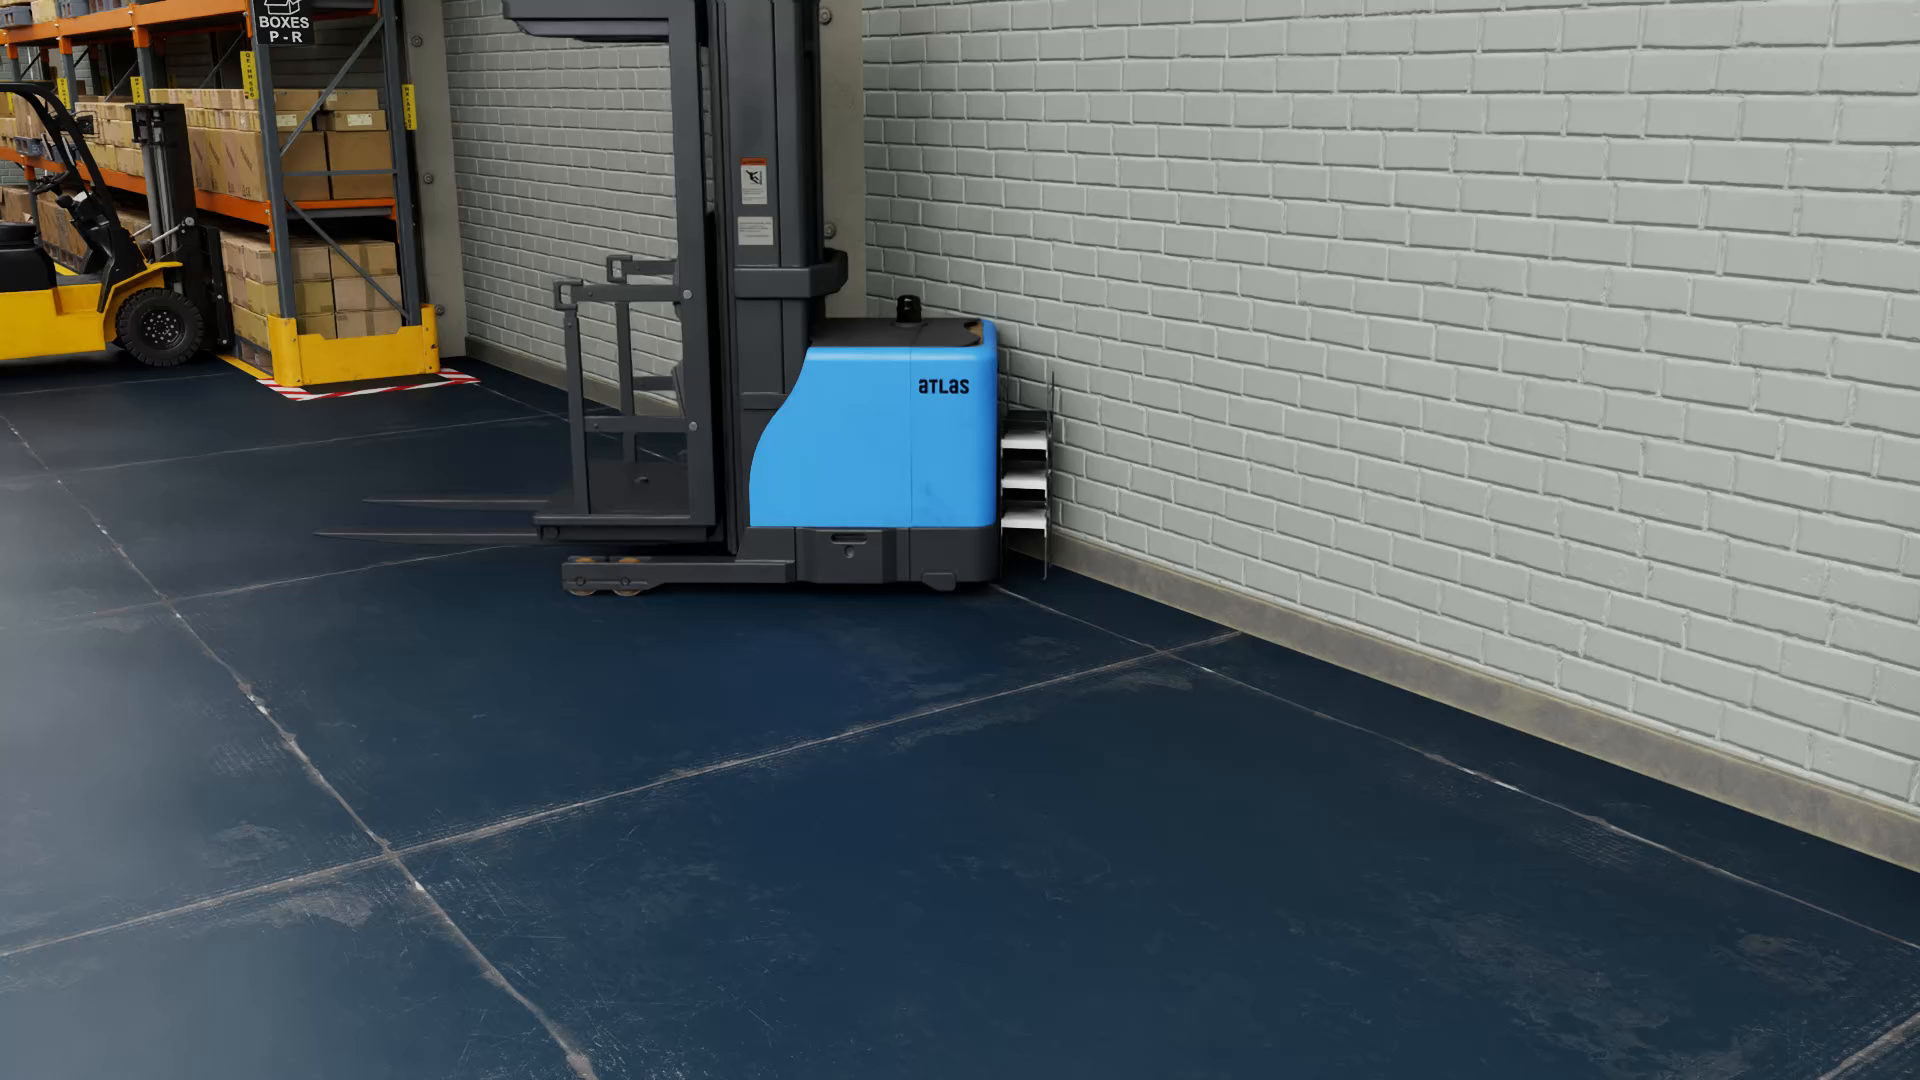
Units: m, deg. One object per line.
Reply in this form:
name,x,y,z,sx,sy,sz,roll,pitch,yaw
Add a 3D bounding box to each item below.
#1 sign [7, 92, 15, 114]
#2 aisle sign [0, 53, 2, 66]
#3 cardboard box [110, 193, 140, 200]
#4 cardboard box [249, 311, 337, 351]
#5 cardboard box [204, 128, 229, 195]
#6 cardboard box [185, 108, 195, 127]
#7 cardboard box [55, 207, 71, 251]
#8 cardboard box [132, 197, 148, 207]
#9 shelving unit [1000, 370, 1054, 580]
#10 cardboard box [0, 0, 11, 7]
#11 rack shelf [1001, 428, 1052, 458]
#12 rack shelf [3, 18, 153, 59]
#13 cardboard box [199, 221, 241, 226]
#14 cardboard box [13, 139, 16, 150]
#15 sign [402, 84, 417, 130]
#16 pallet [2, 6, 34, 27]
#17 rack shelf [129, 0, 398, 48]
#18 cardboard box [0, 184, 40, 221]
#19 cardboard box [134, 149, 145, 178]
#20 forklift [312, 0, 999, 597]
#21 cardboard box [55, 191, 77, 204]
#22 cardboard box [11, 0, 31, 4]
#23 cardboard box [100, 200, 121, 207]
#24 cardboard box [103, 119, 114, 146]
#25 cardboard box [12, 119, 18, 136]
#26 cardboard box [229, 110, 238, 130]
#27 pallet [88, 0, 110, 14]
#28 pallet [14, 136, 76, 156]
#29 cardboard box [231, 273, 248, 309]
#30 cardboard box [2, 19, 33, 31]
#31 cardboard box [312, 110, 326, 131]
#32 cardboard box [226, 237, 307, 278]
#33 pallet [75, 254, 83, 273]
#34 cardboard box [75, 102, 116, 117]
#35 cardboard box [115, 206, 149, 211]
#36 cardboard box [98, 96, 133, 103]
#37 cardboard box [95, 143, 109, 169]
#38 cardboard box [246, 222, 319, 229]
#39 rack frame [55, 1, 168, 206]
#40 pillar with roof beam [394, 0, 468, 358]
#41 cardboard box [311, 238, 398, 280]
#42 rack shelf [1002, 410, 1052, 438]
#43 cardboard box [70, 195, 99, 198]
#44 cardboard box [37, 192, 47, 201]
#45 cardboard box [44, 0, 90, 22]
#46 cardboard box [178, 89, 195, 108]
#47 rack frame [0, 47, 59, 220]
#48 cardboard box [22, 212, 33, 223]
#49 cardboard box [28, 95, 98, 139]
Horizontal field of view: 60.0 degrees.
sign,-12.060,-5.587,21.165,0.100,0.325,0.005,-11,19,-35
aisle sign,-14.255,-7.332,24.258,0.394,0.787,0.004,-11,19,-35
cardboard box,-10.132,-4.138,20.224,0.380,0.149,0.250,-11,19,-34
cardboard box,-5.102,-1.620,12.726,0.500,0.250,0.500,-11,19,-34
cardboard box,-5.671,-3.027,13.263,0.500,0.500,0.500,-11,19,-36
cardboard box,-6.218,-3.521,13.840,0.380,0.149,0.250,-12,19,-36
cardboard box,-10.612,-3.782,20.153,0.500,0.500,0.500,-12,19,-37
cardboard box,-9.463,-3.931,19.468,0.380,0.149,0.250,-10,18,-33
shelving unit,0.299,-0.290,7.432,0.210,0.900,0.258,2,15,8
cardboard box,-11.648,-6.645,20.482,0.380,0.149,0.250,-11,19,-34
rack shelf,0.299,-0.432,7.393,0.200,0.077,0.258,2,15,8
rack shelf,-10.450,-5.928,19.732,1.077,0.370,4.000,-11,19,-35
cardboard box,-6.599,-2.642,14.567,0.500,0.250,0.500,-11,19,-34
cardboard box,-12.361,-5.267,22.112,0.380,0.149,0.250,-10,18,-33
sign,-4.118,-3.233,12.417,0.100,0.325,0.005,-11,19,-35
pallet,-10.687,-6.240,19.866,1.213,0.211,1.003,-11,19,-35
rack shelf,-5.746,-4.219,13.491,1.077,0.370,4.000,-11,19,-35
cardboard box,-13.695,-4.962,24.457,0.797,0.503,0.637,-12,19,-37
cardboard box,-7.430,-3.541,15.617,0.500,0.250,0.500,-10,18,-33
forklift,-1.342,-1.308,7.301,3.031,2.935,1.130,0,15,1
cardboard box,-10.956,-4.231,20.563,0.380,0.149,0.250,-11,19,-35
cardboard box,-11.027,-6.432,19.705,0.380,0.149,0.250,-10,18,-33
cardboard box,-9.769,-3.777,18.903,0.380,0.149,0.250,-12,19,-37
cardboard box,-8.303,-4.110,16.748,0.500,0.250,0.500,-11,19,-34
cardboard box,-12.122,-5.397,21.833,0.500,0.250,0.500,-10,18,-33
cardboard box,-5.414,-3.254,12.863,0.380,0.149,0.250,-11,19,-35
pallet,-8.143,-5.387,16.752,1.003,0.211,1.213,-10,18,-32
pallet,-11.244,-4.975,20.933,1.003,0.211,1.213,-11,19,-35
cardboard box,-5.395,-1.974,13.073,0.500,0.250,0.500,-11,19,-35
cardboard box,-12.076,-6.611,21.344,0.380,0.149,0.250,-11,19,-35
cardboard box,-4.756,-3.209,12.701,0.380,0.149,0.250,-11,19,-35
cardboard box,-5.398,-2.209,12.984,0.500,0.250,0.500,-10,18,-34
pallet,-9.682,-3.221,19.445,1.003,0.211,1.213,-11,19,-35
cardboard box,-9.325,-4.648,17.958,0.380,0.149,0.250,-10,18,-33
cardboard box,-8.918,-3.323,18.236,0.875,0.625,0.625,-10,18,-33
cardboard box,-9.450,-4.786,18.894,0.500,0.500,0.500,-10,18,-32
cardboard box,-8.610,-3.979,17.215,0.500,0.250,0.500,-12,19,-36
cardboard box,-5.880,-2.614,14.464,0.500,0.250,0.500,-11,19,-34
rack frame,-9.274,-4.401,18.473,1.000,3.000,0.127,-11,19,-35
pillar with roof beam,-7.733,-5.206,10.052,9.100,9.000,0.400,-11,19,-35
cardboard box,-4.700,-2.183,12.889,0.500,0.250,0.500,-11,19,-35
rack shelf,0.299,-0.519,7.370,0.200,0.077,0.258,2,15,8
cardboard box,-10.339,-4.010,19.755,0.380,0.149,0.250,-11,19,-35
cardboard box,-11.630,-4.447,21.352,0.380,0.149,0.250,-10,18,-32
cardboard box,-9.772,-5.847,18.359,0.500,0.250,0.500,-12,19,-36
cardboard box,-6.348,-3.720,14.004,0.380,0.149,0.250,-11,19,-35
rack frame,-13.978,-6.109,24.714,1.000,3.000,0.127,-11,19,-35
cardboard box,-12.401,-4.288,22.446,0.396,0.266,0.258,-10,18,-33
cardboard box,-10.756,-5.089,20.004,0.700,0.500,0.500,-11,19,-35
